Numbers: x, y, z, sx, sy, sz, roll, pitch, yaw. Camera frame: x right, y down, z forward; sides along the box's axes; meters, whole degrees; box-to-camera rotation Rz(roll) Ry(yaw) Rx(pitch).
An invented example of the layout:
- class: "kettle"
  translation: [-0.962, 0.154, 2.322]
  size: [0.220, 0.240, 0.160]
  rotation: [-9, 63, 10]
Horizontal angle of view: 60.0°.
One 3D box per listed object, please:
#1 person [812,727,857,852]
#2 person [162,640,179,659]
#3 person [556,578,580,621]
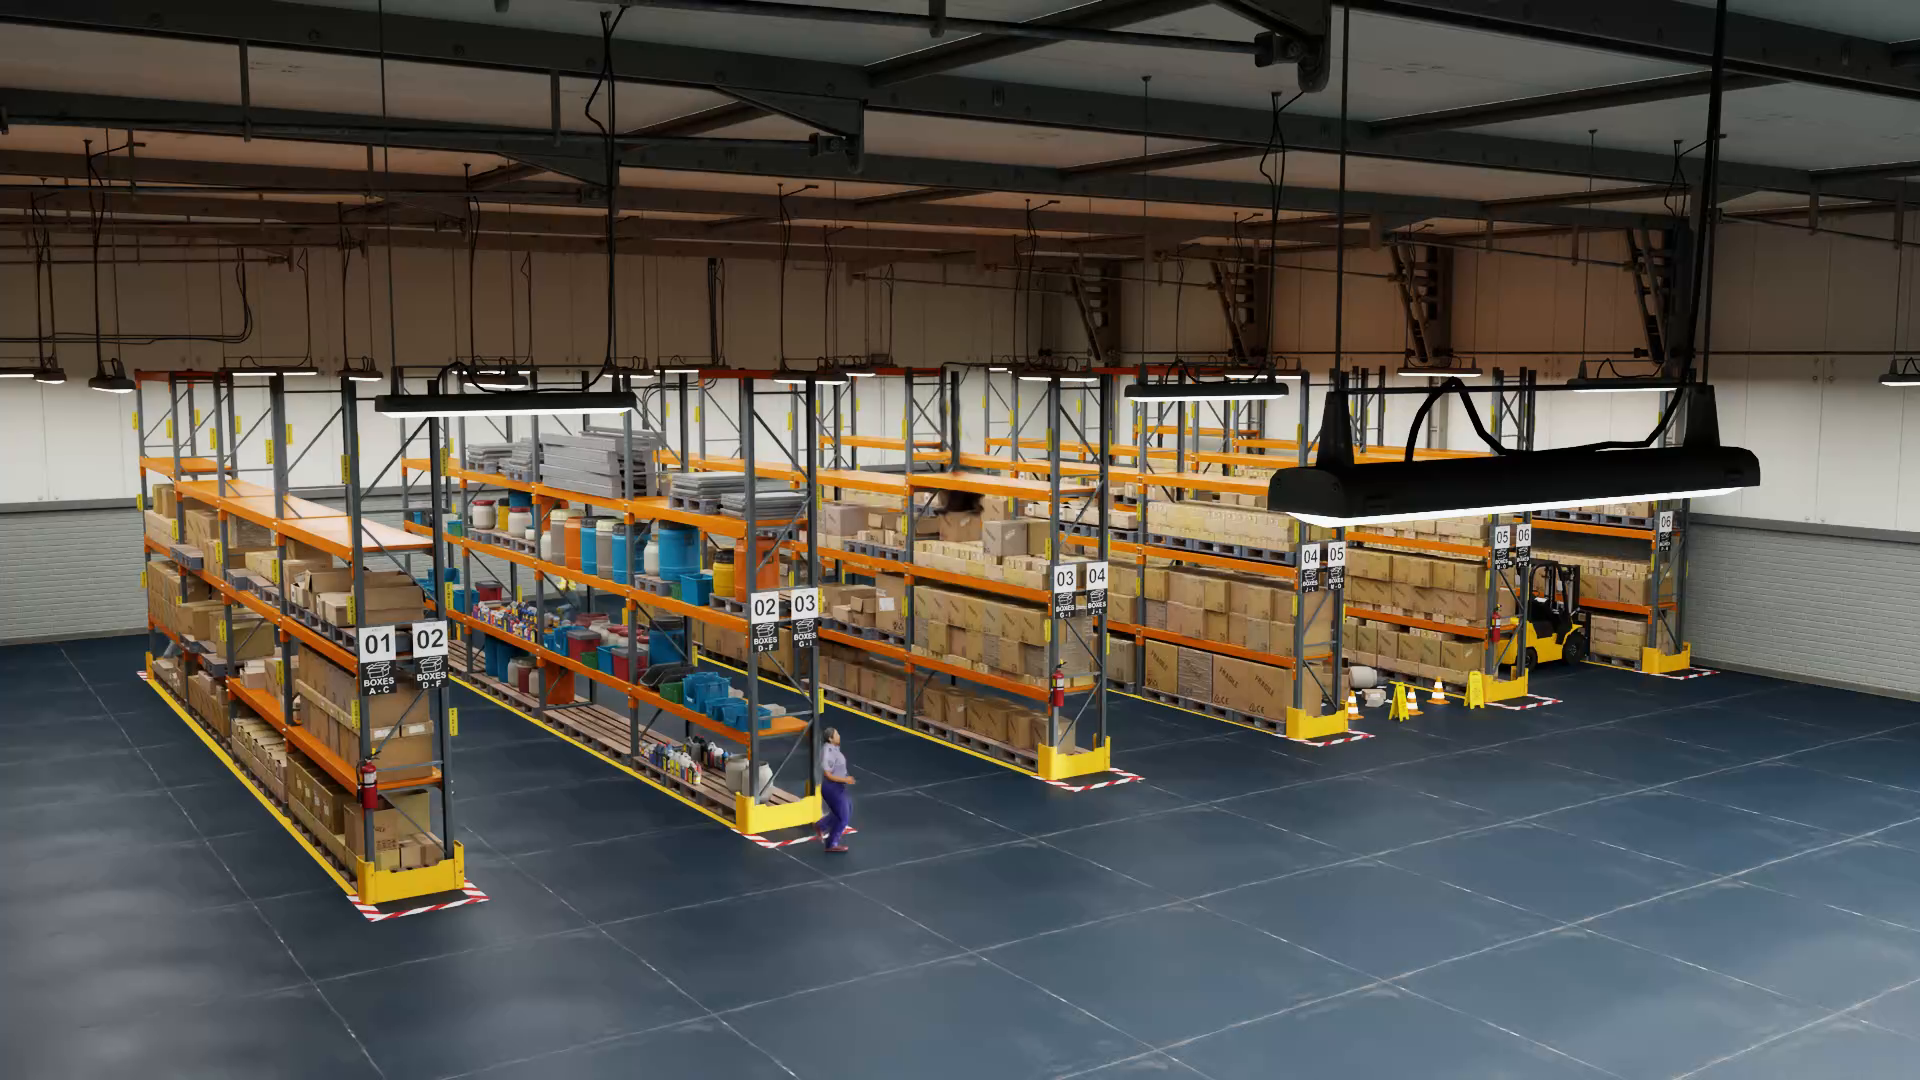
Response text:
- class: "person"
  translation: [-1.590, 3.160, 21.111]
  size: [0.549, 1.597, 0.603]
  rotation: [-1, 6, -4]
- class: "person"
  translation: [-15.757, 1.708, 33.672]
  size: [0.815, 1.707, 0.629]
  rotation: [-3, 7, -23]
- class: "person"
  translation: [-9.019, 1.163, 38.512]
  size: [0.734, 1.685, 0.689]
  rotation: [-5, 8, -36]
